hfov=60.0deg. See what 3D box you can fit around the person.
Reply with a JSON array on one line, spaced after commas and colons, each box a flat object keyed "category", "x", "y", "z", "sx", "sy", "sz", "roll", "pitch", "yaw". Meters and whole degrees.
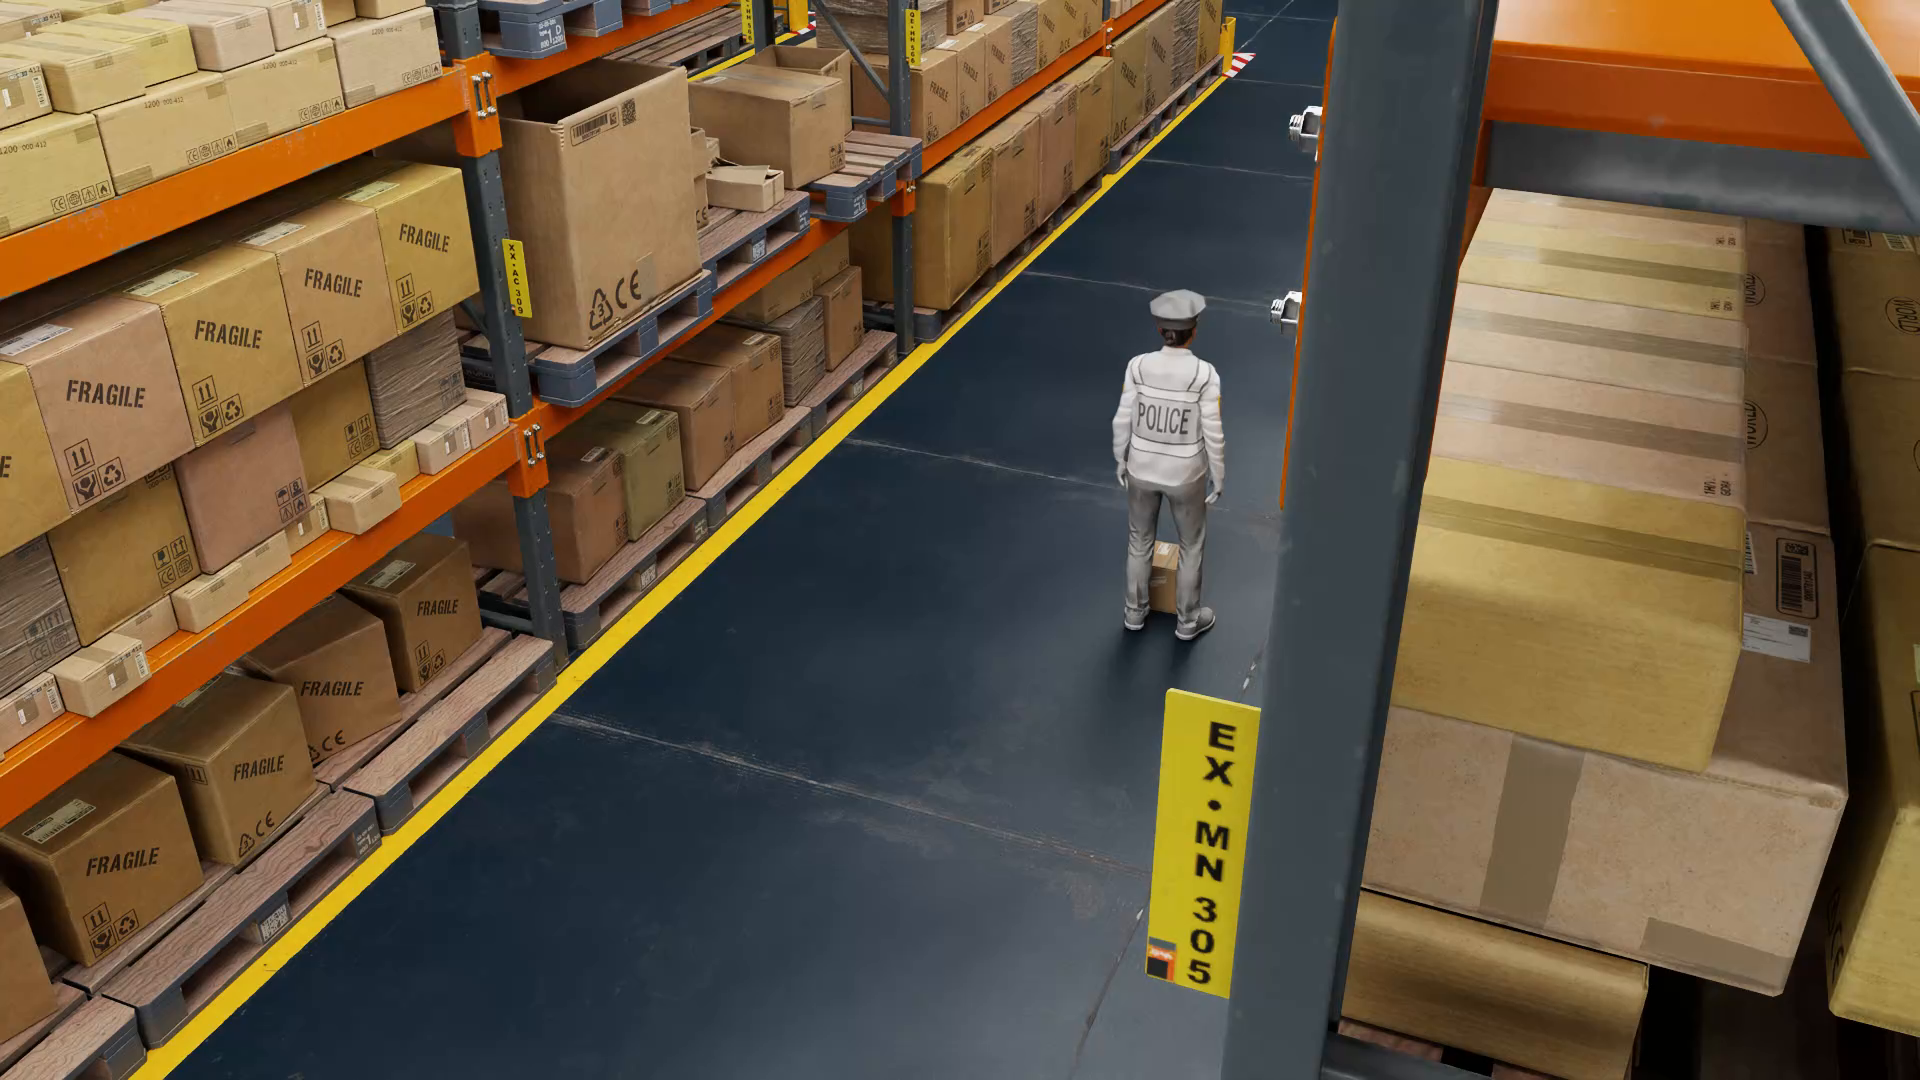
[{"category": "person", "x": 0.960, "y": -0.314, "z": 7.672, "sx": 0.528, "sy": 1.663, "sz": 0.372, "roll": 12, "pitch": 32, "yaw": 19}]
